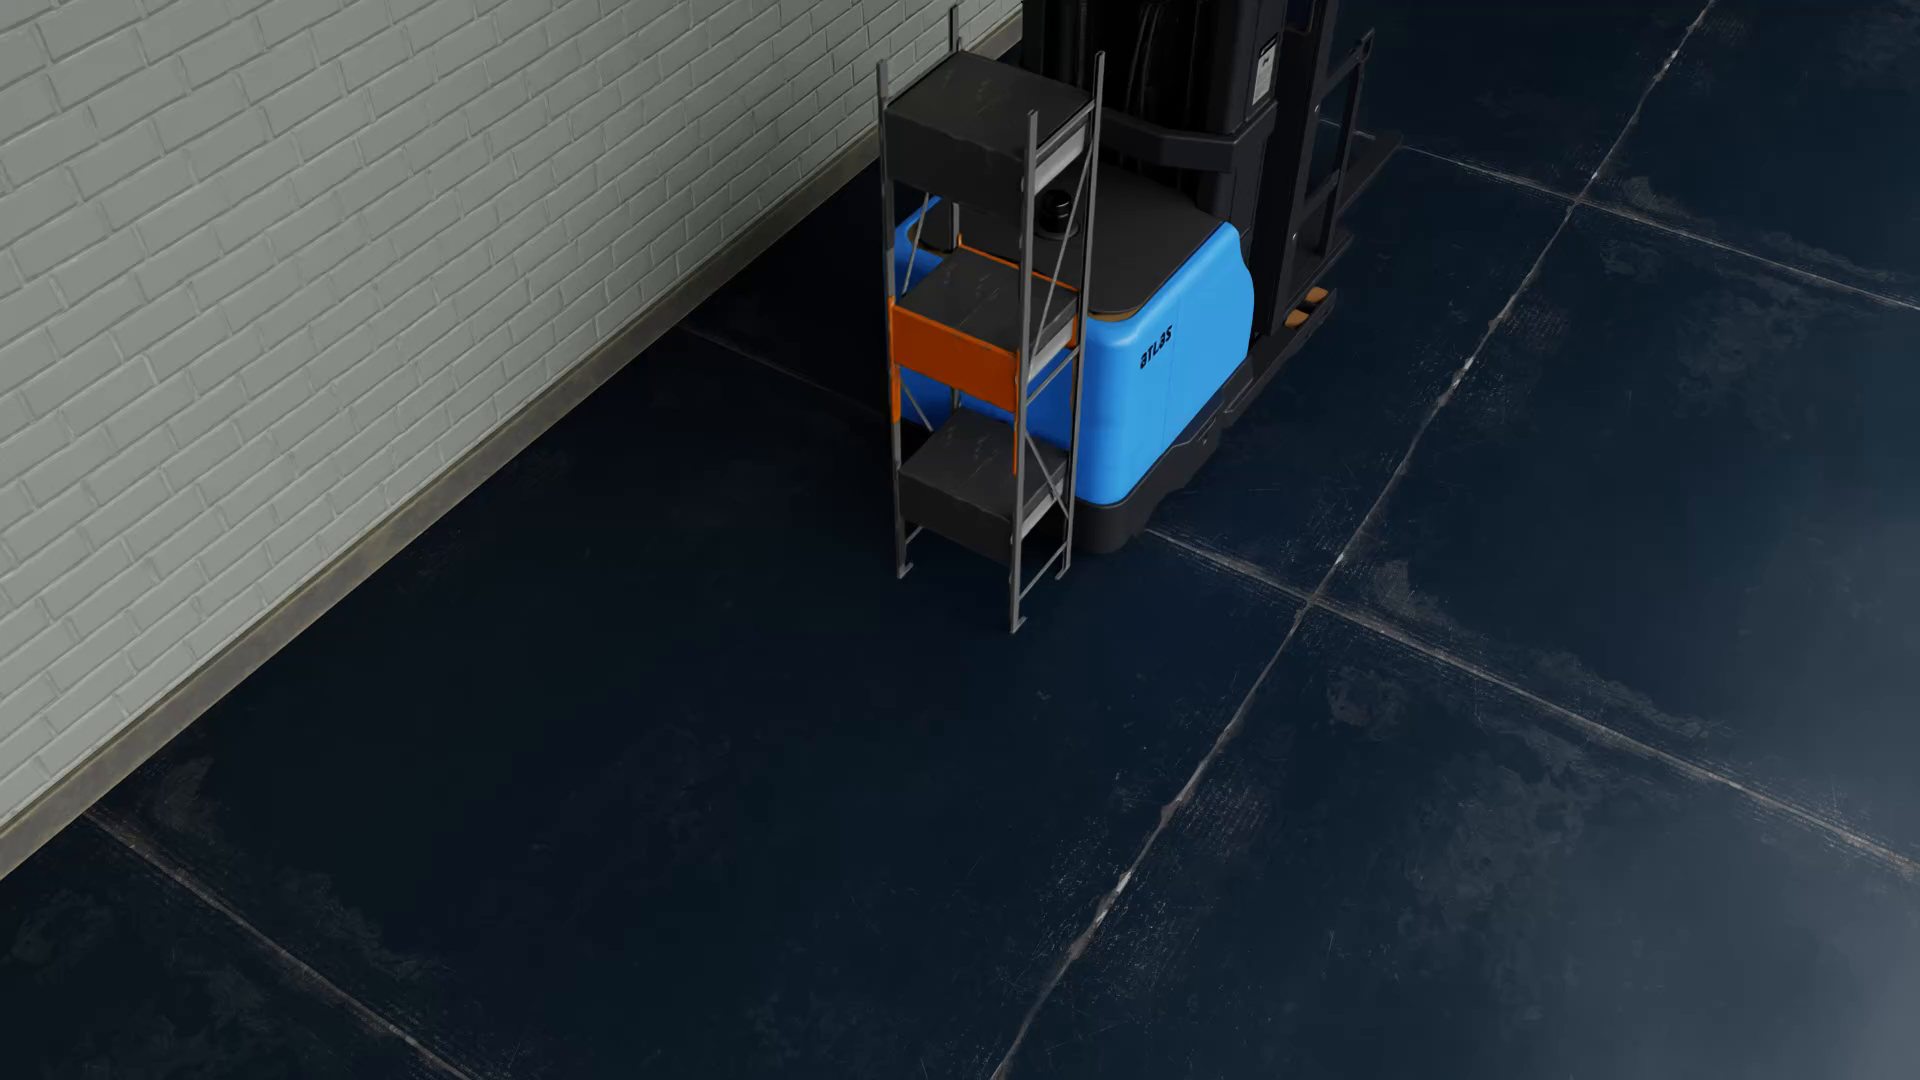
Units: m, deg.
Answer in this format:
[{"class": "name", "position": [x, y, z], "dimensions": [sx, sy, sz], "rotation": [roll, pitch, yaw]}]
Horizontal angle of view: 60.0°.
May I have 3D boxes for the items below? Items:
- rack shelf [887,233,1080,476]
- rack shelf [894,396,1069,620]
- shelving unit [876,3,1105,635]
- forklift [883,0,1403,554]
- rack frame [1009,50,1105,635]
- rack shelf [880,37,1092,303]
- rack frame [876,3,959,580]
[{"class": "rack shelf", "position": [0.087, -0.603, 5.390], "dimensions": [0.480, 0.518, 0.431], "rotation": [25, 51, 22]}, {"class": "rack shelf", "position": [0.087, -0.115, 5.892], "dimensions": [0.480, 0.518, 0.431], "rotation": [25, 51, 22]}, {"class": "shelving unit", "position": [0.087, -0.612, 5.381], "dimensions": [0.503, 2.100, 0.431], "rotation": [25, 51, 22]}, {"class": "forklift", "position": [0.953, -2.000, 6.150], "dimensions": [1.130, 2.935, 3.031], "rotation": [26, 51, 23]}, {"class": "rack frame", "position": [0.292, -0.517, 5.288], "dimensions": [0.015, 2.100, 0.400], "rotation": [25, 51, 22]}, {"class": "rack shelf", "position": [0.087, -1.090, 4.888], "dimensions": [0.480, 0.518, 0.431], "rotation": [25, 51, 22]}, {"class": "rack frame", "position": [-0.118, -0.707, 5.473], "dimensions": [0.015, 2.100, 0.400], "rotation": [25, 51, 22]}]
